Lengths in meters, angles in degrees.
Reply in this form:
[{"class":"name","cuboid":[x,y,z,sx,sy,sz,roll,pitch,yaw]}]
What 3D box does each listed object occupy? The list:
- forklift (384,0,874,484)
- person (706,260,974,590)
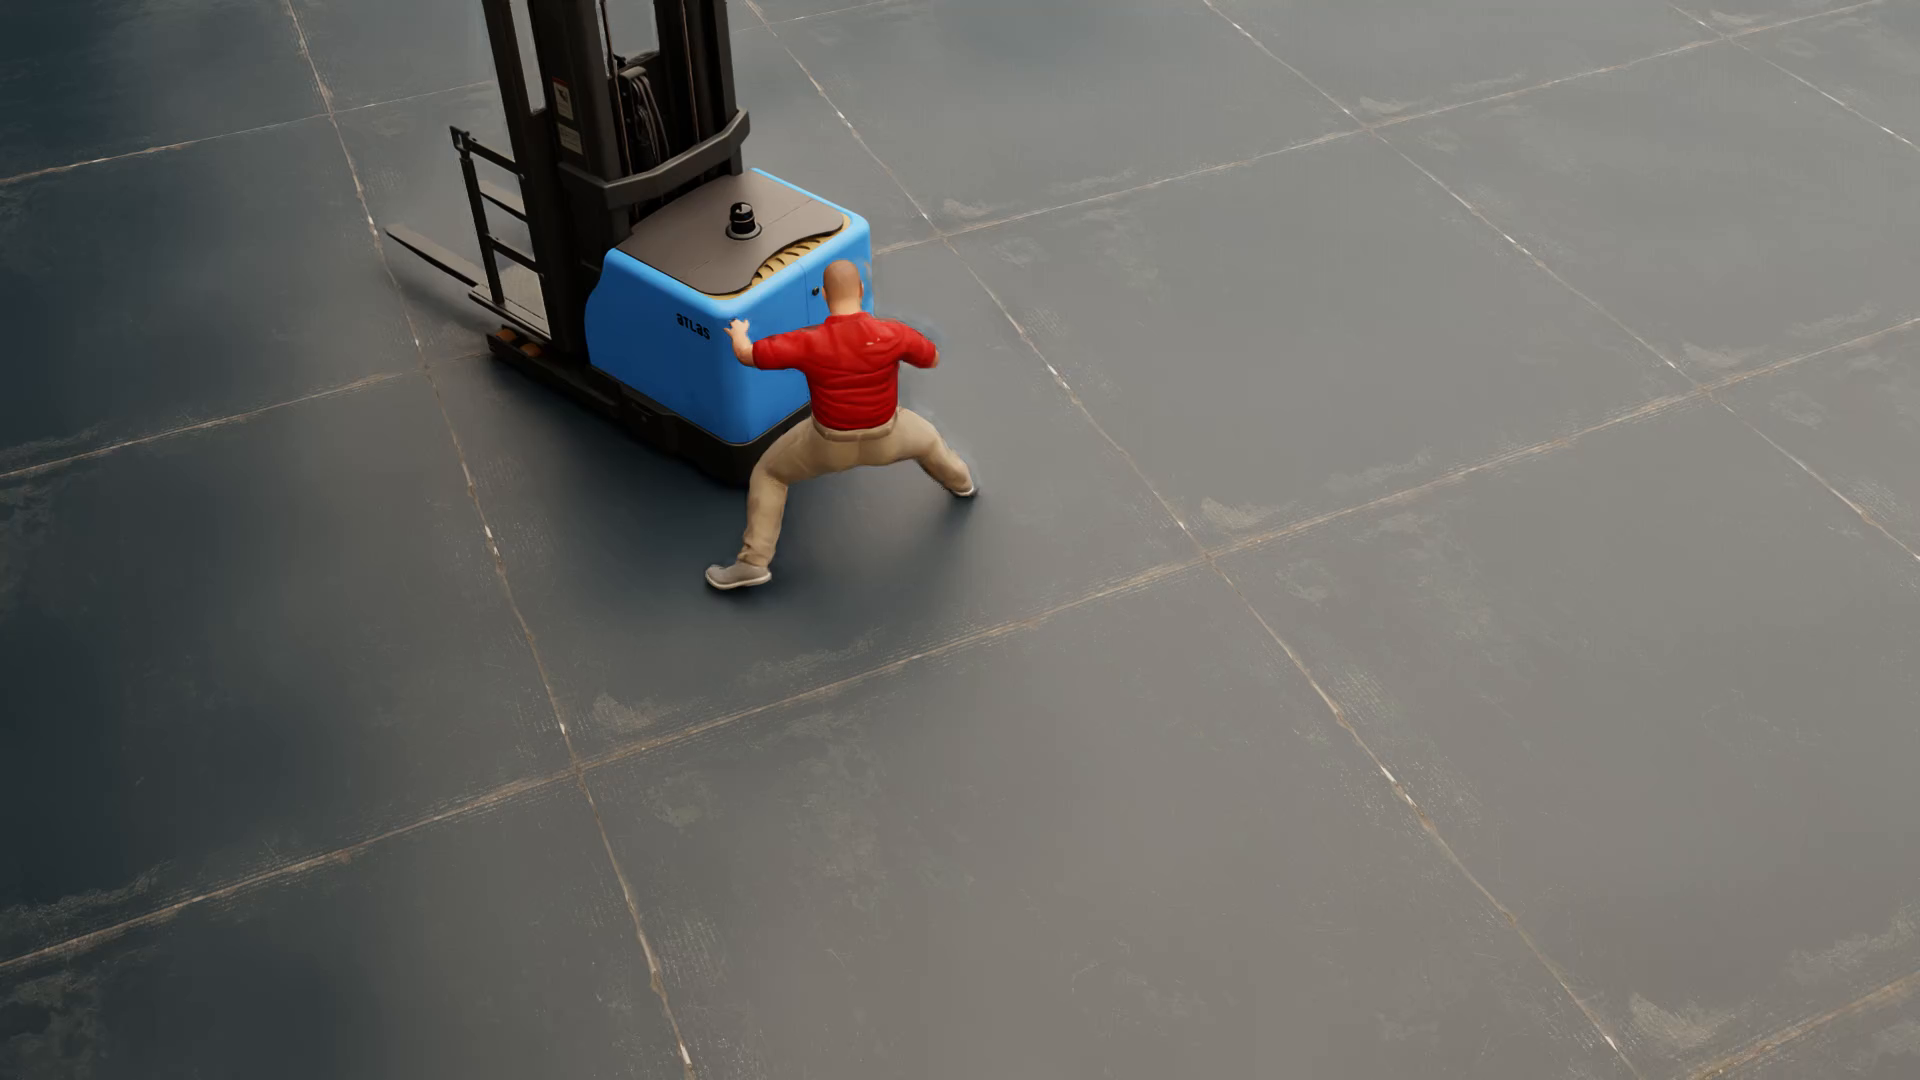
[{"class":"forklift","cuboid":[-1.873,-2.191,8.028,3.031,2.935,1.130,29,50,28]},{"class":"person","cuboid":[-0.555,-0.615,7.369,1.316,1.519,0.831,-6,43,-7]}]
